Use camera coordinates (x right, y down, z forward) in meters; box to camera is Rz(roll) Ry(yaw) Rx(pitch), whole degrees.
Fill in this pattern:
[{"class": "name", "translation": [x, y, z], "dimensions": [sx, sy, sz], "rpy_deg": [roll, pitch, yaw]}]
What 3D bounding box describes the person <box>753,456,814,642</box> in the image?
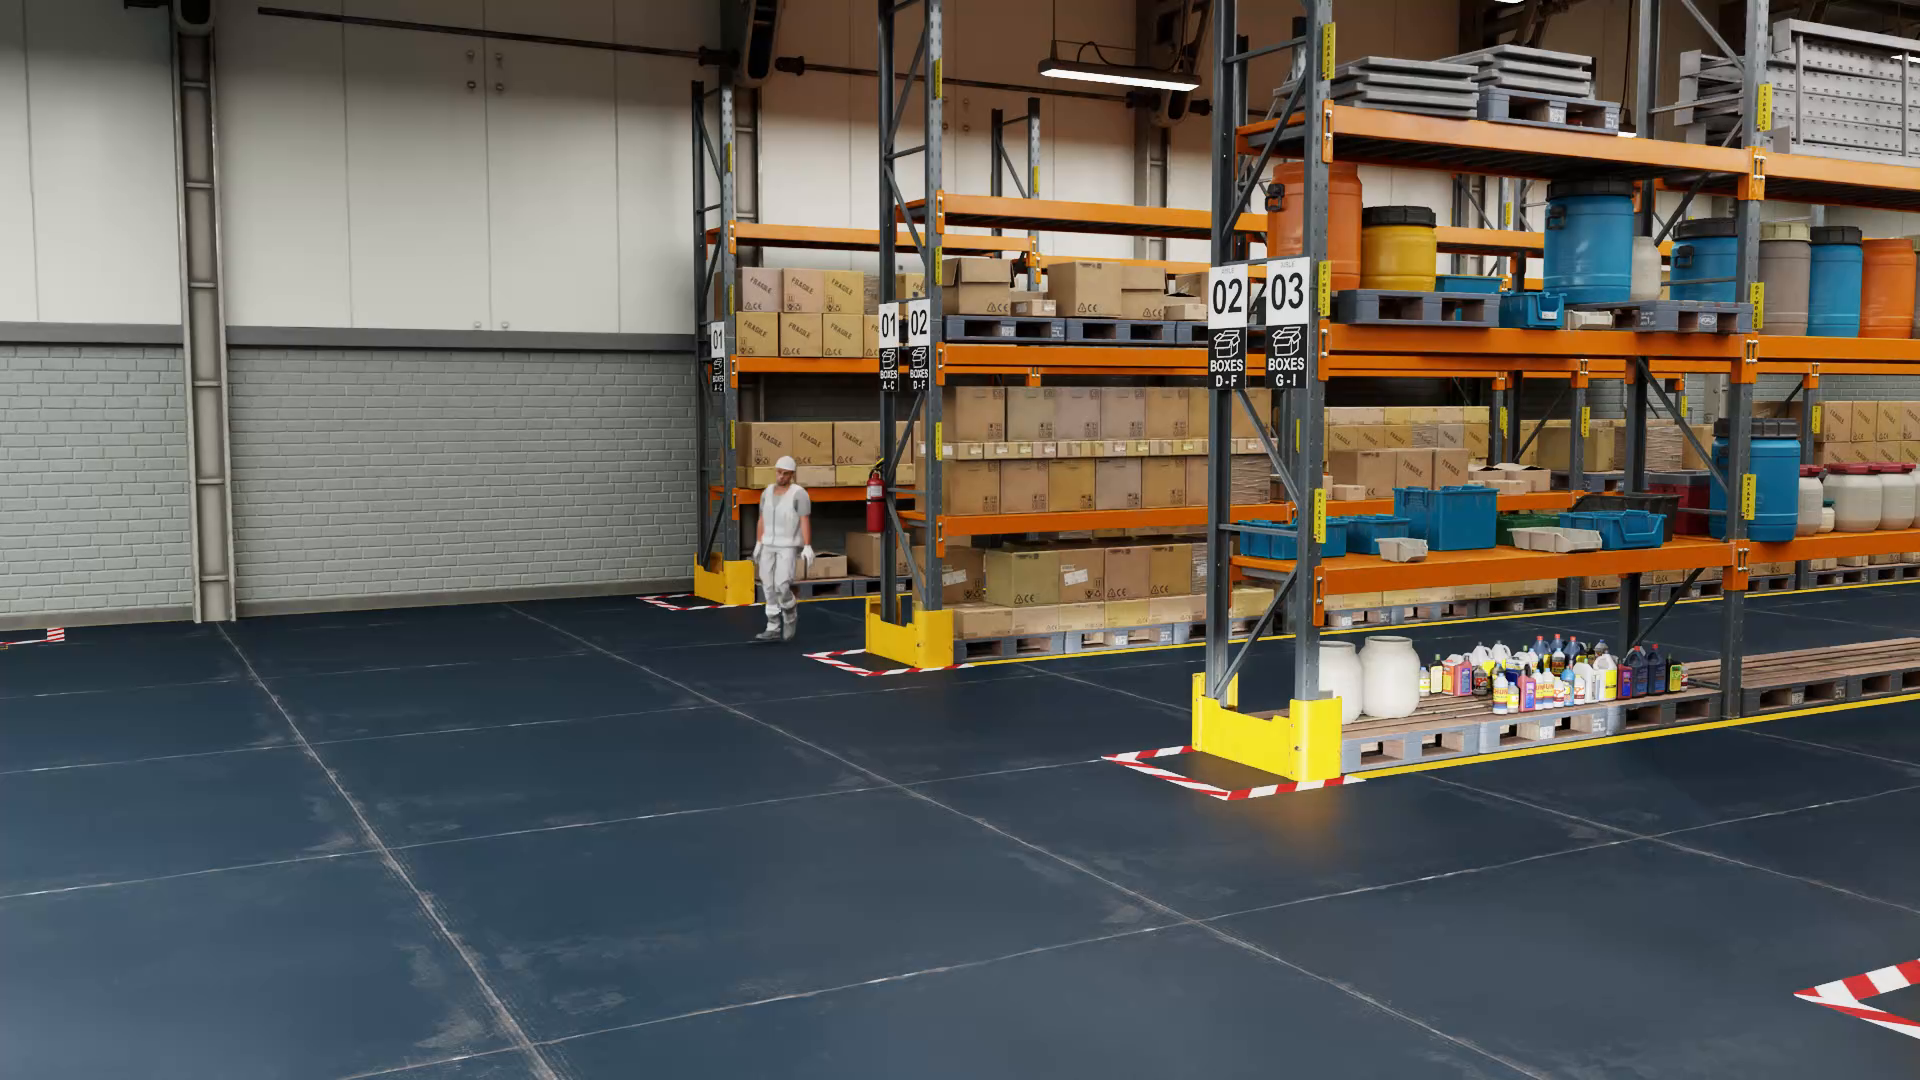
[{"class": "person", "translation": [-1.707, 0.088, 15.804], "dimensions": [0.636, 1.778, 0.453], "rpy_deg": [3, 6, 28]}]
